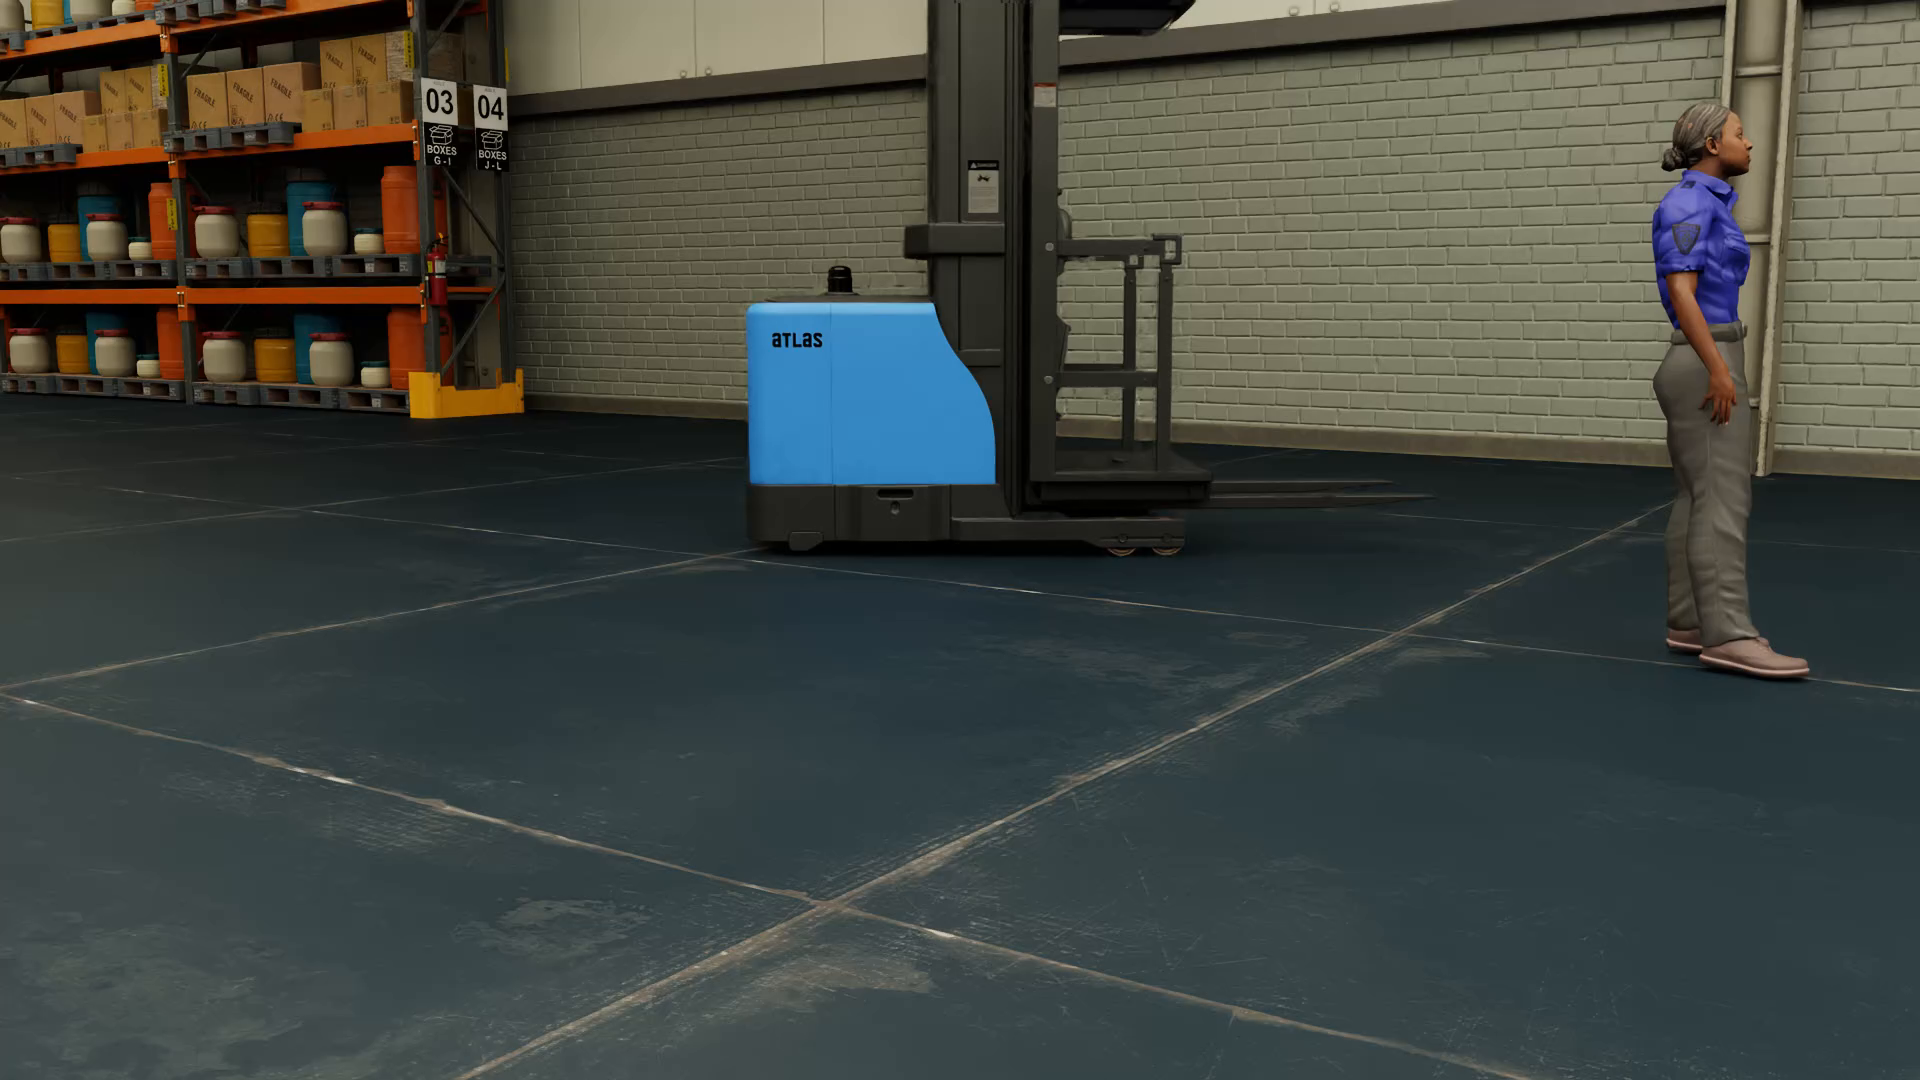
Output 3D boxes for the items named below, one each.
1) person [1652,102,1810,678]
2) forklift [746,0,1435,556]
[{"bbox_3d":[2.310,-0.466,4.954,0.504,1.654,0.569,4,9,27],"label":"person"},{"bbox_3d":[0.578,-1.457,7.439,3.031,2.935,1.130,0,8,-3],"label":"forklift"}]
